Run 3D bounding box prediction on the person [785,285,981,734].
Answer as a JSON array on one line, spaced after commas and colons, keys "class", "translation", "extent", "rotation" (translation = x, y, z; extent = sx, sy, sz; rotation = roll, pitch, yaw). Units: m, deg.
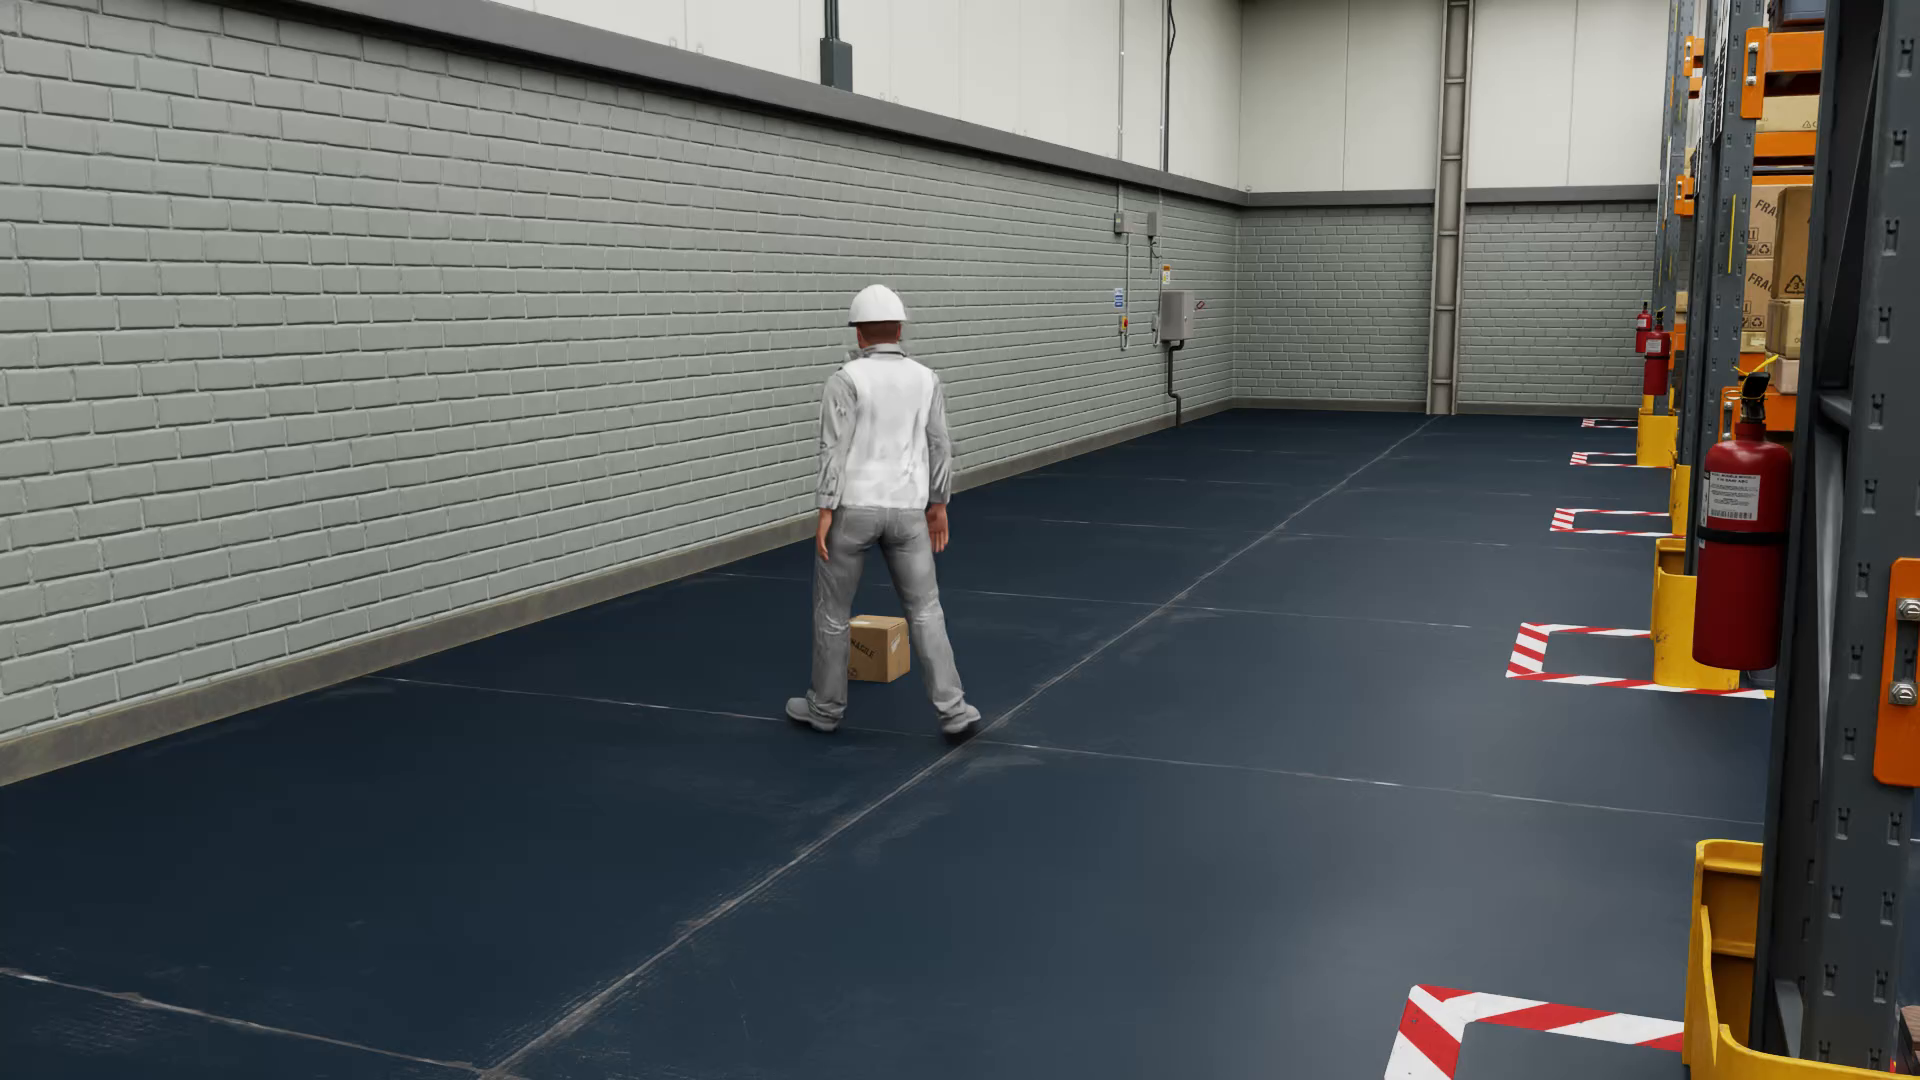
[{"class": "person", "translation": [-0.292, -0.113, 6.535], "extent": [0.663, 1.760, 0.681], "rotation": [-4, 10, -25]}]
